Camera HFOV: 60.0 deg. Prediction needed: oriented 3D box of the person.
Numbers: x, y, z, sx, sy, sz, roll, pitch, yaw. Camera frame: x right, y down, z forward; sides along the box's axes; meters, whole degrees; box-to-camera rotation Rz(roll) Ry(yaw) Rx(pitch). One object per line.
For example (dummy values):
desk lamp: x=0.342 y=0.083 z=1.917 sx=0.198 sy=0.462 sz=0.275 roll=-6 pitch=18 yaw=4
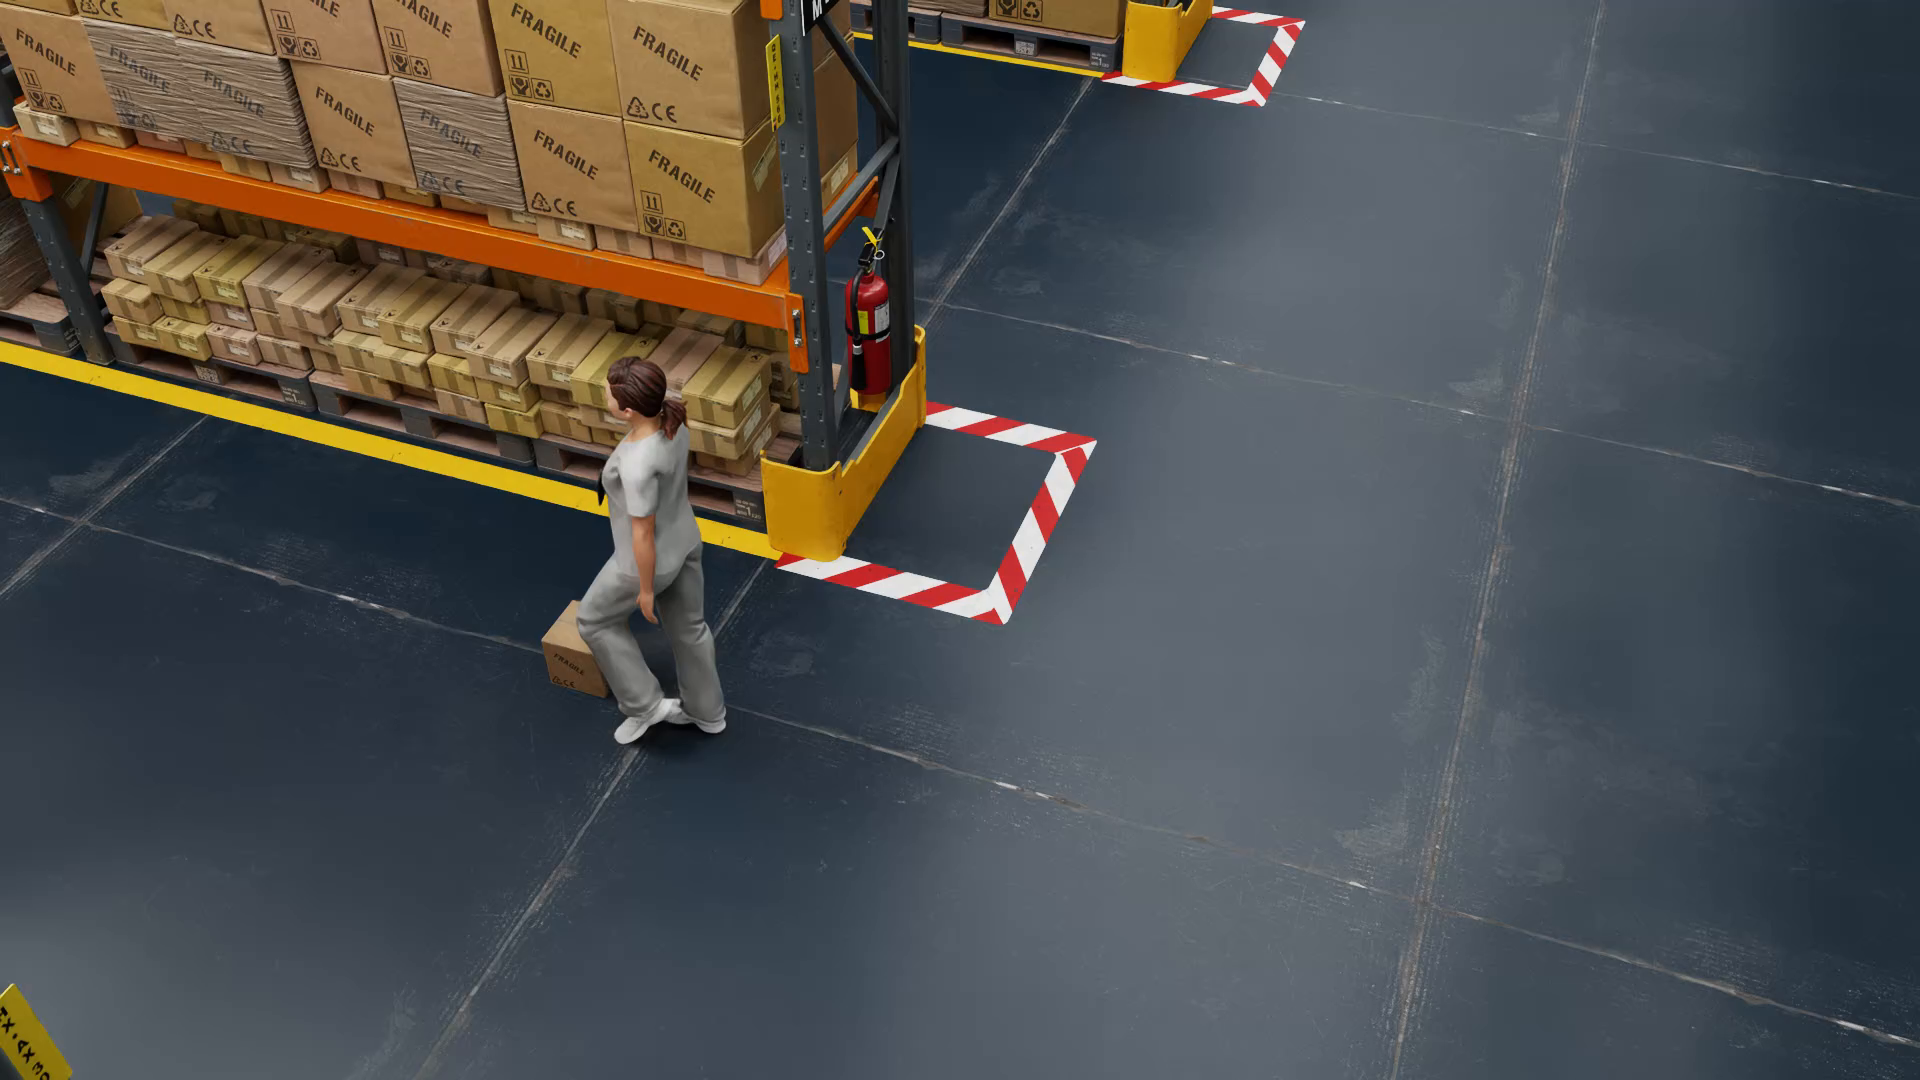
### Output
person: x=-1.138 y=0.052 z=6.098 sx=0.507 sy=1.694 sz=0.504 roll=13 pitch=43 yaw=15
